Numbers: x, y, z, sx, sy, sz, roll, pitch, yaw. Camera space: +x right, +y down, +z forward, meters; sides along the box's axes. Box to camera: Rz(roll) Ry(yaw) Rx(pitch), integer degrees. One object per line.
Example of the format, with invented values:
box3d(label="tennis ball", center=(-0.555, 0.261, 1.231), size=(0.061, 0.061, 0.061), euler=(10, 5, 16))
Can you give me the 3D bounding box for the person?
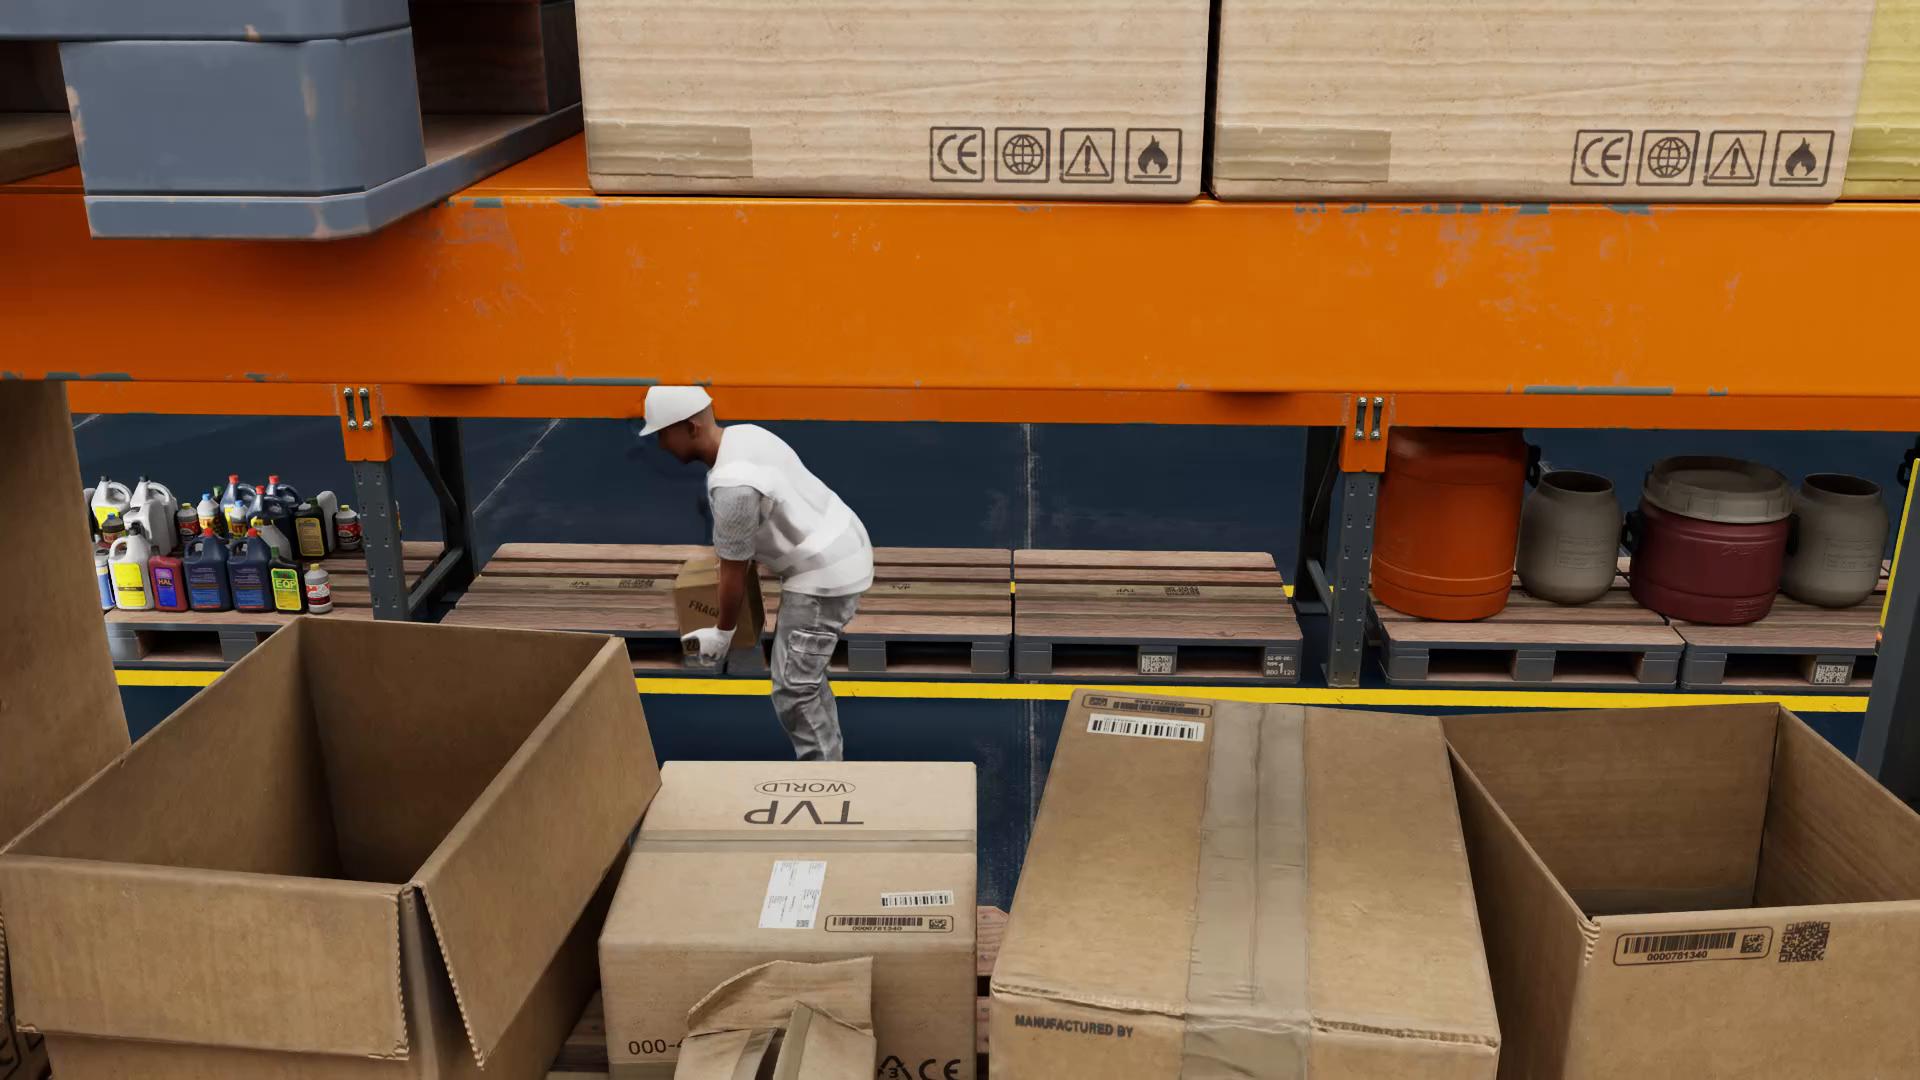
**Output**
box3d(label="person", center=(-0.681, 0.209, 5.745), size=(0.774, 1.605, 0.471), euler=(0, 21, 1))
